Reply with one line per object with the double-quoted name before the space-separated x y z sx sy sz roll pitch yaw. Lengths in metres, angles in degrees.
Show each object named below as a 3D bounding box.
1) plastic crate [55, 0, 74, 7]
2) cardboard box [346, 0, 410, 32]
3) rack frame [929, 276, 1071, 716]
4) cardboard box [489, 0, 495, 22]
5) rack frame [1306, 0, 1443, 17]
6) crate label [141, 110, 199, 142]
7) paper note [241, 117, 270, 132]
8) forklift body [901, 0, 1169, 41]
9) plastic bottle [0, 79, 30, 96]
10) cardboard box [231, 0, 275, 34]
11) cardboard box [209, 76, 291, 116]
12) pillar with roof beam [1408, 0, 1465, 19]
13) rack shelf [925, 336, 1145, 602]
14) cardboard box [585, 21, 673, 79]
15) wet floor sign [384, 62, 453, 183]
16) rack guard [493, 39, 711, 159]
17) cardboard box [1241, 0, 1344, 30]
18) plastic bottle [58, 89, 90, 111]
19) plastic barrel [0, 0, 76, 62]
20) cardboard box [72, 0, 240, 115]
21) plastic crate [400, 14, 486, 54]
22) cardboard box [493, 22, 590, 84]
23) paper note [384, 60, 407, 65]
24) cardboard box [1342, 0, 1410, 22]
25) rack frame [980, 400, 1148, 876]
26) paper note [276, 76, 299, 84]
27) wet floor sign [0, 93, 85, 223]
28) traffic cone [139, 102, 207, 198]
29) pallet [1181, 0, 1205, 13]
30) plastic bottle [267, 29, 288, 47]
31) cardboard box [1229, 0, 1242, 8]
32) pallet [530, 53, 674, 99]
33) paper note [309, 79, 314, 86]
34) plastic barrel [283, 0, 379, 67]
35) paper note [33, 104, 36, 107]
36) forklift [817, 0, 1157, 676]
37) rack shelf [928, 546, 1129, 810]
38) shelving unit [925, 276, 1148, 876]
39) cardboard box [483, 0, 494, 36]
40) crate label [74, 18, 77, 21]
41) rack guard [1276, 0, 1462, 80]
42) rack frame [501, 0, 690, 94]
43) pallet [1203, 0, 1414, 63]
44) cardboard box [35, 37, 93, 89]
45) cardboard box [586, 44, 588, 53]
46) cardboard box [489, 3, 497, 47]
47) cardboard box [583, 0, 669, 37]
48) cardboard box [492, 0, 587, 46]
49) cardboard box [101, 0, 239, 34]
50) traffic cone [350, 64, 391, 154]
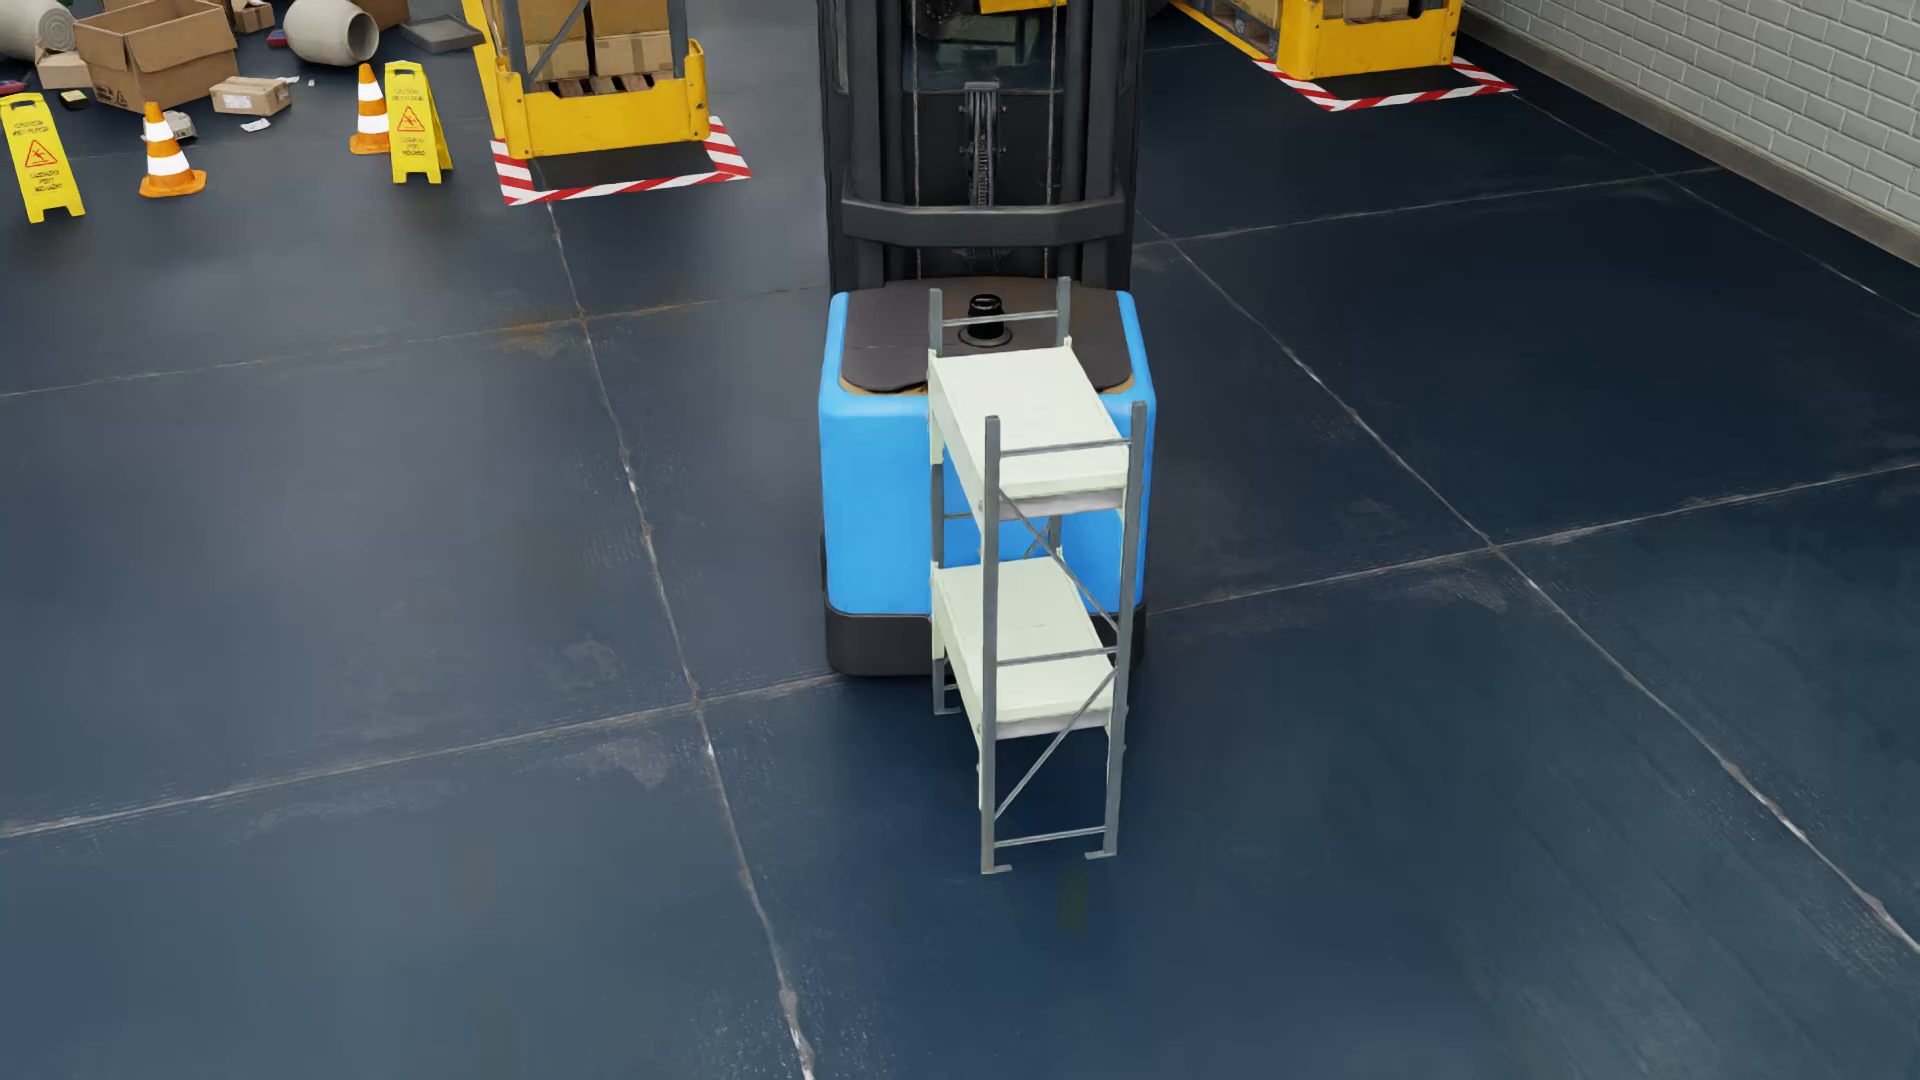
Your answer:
"plastic crate" -6.655 -3.773 11.738 0.450 0.188 0.662 -2 32 16
"cardboard box" -4.241 -3.846 11.614 0.500 0.500 0.500 13 36 18
"rack frame" 0.111 -0.083 5.015 0.400 1.500 0.023 -6 34 -10
"cardboard box" -2.707 -3.570 10.365 0.500 0.500 0.500 -9 34 -13
"rack frame" 2.674 -4.416 10.211 1.000 3.000 0.127 -10 35 -15
"crate label" -4.664 -2.431 9.804 0.298 0.136 0.250 27 42 34
"paper note" -4.236 -2.502 10.008 0.148 0.019 0.142 -23 40 -31
"forklift body" 0.358 -4.750 11.488 2.313 2.155 1.214 -10 35 -15
"plastic bottle" -6.051 -2.862 10.525 0.283 0.061 0.133 -23 40 -31
"cardboard box" -5.068 -3.750 11.684 0.396 0.266 0.258 19 38 26
"cardboard box" -4.376 -2.738 10.258 0.380 0.149 0.250 7 34 10
"pillar with roof beam" -0.780 -6.712 8.244 9.100 9.000 0.400 -10 35 -15
"rack shelf" 0.184 -0.210 4.500 0.431 0.370 0.720 -6 34 -10
"cardboard box" -2.035 -3.077 10.299 0.500 0.250 0.500 -10 35 -15
"wet floor sign" -3.013 -2.317 9.171 0.267 0.644 0.232 1 33 2
"rack guard" -2.076 -2.576 9.695 1.175 0.500 0.348 -10 35 -15
"cardboard box" 2.229 -3.637 11.147 0.500 0.250 0.500 -10 35 -14
"plastic bottle" -5.522 -2.743 10.346 0.133 0.061 0.283 -23 40 -31
"plastic barrel" -6.149 -3.381 10.983 0.512 0.421 0.421 13 36 18
"cardboard box" -4.999 -3.034 10.385 0.637 0.503 0.797 19 38 26
"plastic crate" -3.574 -3.499 11.472 0.402 0.080 0.583 -23 40 -31
"cardboard box" -2.562 -2.999 10.180 0.500 0.250 0.500 -10 35 -15
"paper note" -3.716 -3.152 10.993 0.142 0.019 0.148 -23 40 -31
"cardboard box" 2.710 -3.734 11.294 0.500 0.250 0.500 -10 35 -15
"rack frame" 0.257 0.313 4.416 0.400 1.500 0.023 -6 34 -10
"paper note" -4.353 -2.968 10.724 0.148 0.019 0.142 1 33 2
"wet floor sign" -4.841 -2.029 8.735 0.267 0.644 0.232 -16 37 -23
"traffic cone" -4.365 -2.164 9.105 0.336 0.463 0.334 -10 35 -15
"pallet" 2.032 -4.286 12.545 1.003 0.211 1.213 -10 35 -15
"plastic bottle" -4.665 -3.460 11.431 0.133 0.061 0.283 -4 34 -6
"cardboard box" 2.087 -3.900 11.544 0.500 0.250 0.500 -10 35 -15
"pallet" -2.290 -2.888 10.429 1.003 0.211 1.213 -10 35 -15
"paper note" -4.171 -2.942 10.693 0.032 0.001 0.123 -10 35 -15
"plastic barrel" -4.124 -3.334 10.911 0.512 0.421 0.421 13 36 18
"paper note" -5.754 -2.685 10.304 0.032 0.001 0.123 7 34 10
"forklift" 0.069 -1.555 5.945 1.130 2.935 3.031 0 33 -1
"rack shelf" 0.184 0.387 4.895 0.431 0.370 0.720 -6 34 -10
"shelving unit" 0.184 0.115 4.715 0.431 1.500 0.755 -6 34 -10
"cardboard box" -2.871 -3.533 10.989 0.500 0.250 0.500 -11 35 -16
"crate label" -6.226 -3.518 11.449 0.250 0.136 0.298 19 38 26
"rack guard" 2.681 -3.360 10.881 1.175 0.500 0.348 -10 35 -15
"rack frame" -2.052 -3.579 8.945 1.000 3.000 0.127 -10 35 -15
"pallet" 2.401 -3.647 11.577 1.003 0.211 1.213 -10 35 -15
"cardboard box" -5.677 -3.060 10.640 0.396 0.266 0.258 -4 34 -6
"cardboard box" -2.184 -3.346 10.706 0.500 0.250 0.500 -9 34 -13
"cardboard box" -2.706 -3.259 10.575 0.500 0.250 0.500 -10 35 -15
"cardboard box" -2.043 -3.402 10.111 0.500 0.500 0.500 -11 35 -16
"cardboard box" -2.545 -3.297 9.951 0.500 0.500 0.500 -10 35 -14
"cardboard box" -5.292 -3.580 11.088 0.797 0.637 0.503 -10 35 -15
"traffic cone" -3.412 -2.529 9.658 0.336 0.463 0.334 -10 35 -15
